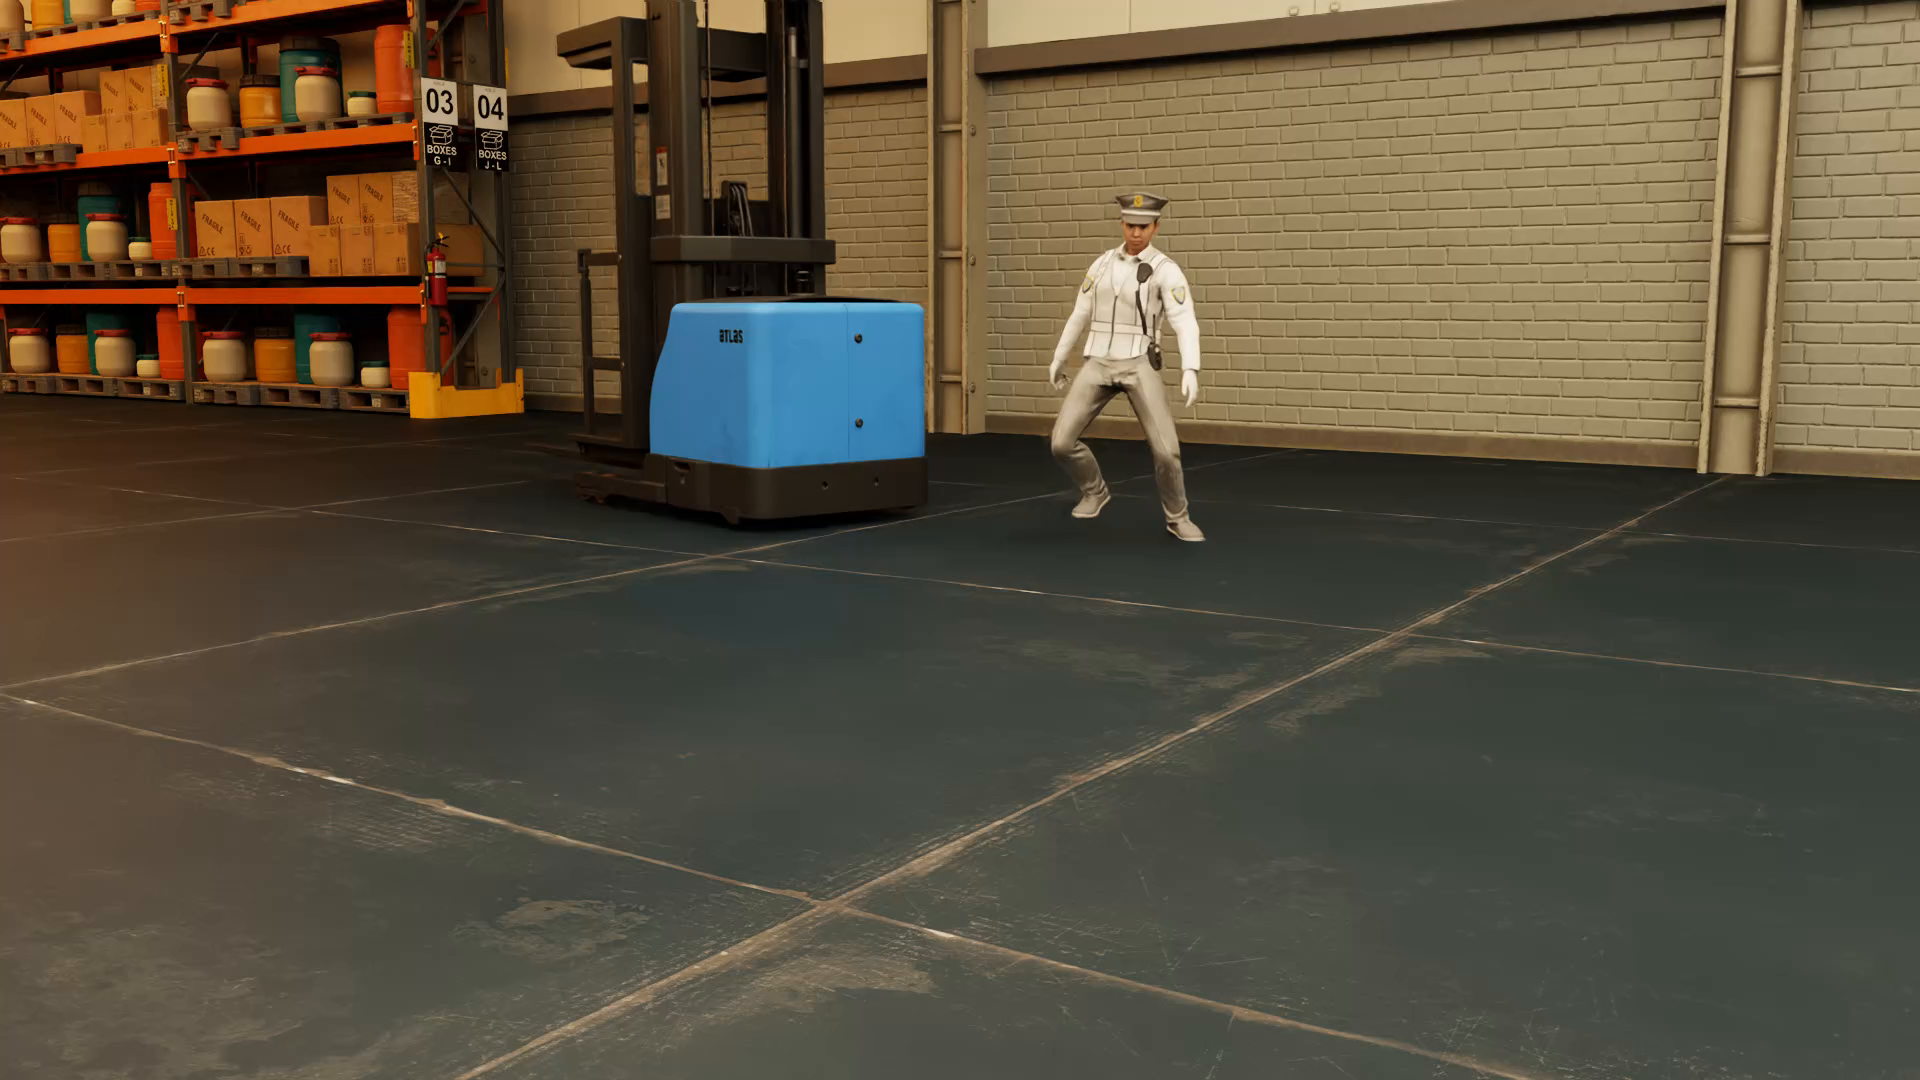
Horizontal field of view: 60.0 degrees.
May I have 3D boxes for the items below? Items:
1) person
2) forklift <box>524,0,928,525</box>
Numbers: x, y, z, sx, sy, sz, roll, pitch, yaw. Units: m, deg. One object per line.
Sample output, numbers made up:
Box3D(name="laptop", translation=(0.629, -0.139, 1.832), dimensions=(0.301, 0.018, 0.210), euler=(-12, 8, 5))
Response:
Box3D(name="person", translation=(0.745, -0.791, 7.642), dimensions=(0.828, 1.582, 0.476), euler=(6, 10, 34))
Box3D(name="forklift", translation=(-1.468, -1.683, 9.027), dimensions=(1.130, 2.935, 3.031), euler=(-6, 10, -38))
